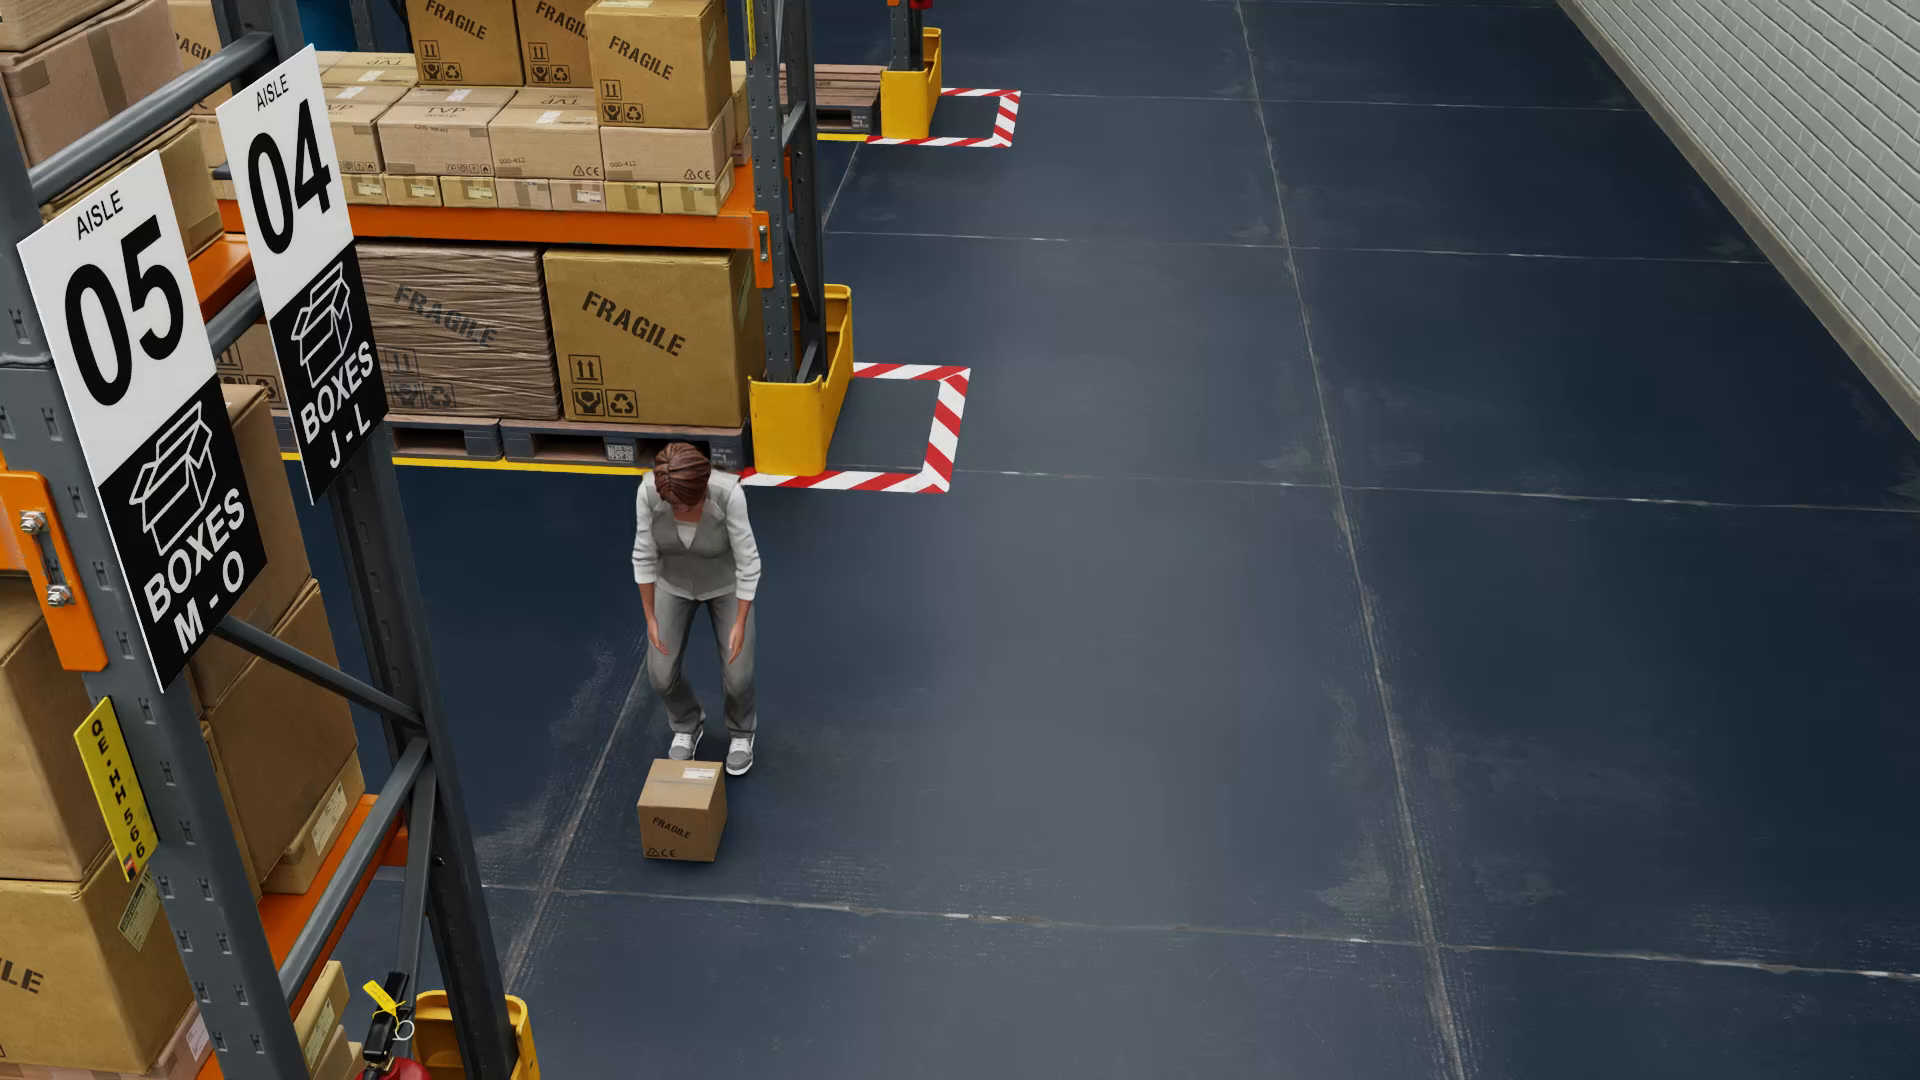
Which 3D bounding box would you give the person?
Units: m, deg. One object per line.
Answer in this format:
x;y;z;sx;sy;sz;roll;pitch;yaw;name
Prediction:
-0.912;0.222;5.949;0.454;1.444;0.540;3;33;5;person
